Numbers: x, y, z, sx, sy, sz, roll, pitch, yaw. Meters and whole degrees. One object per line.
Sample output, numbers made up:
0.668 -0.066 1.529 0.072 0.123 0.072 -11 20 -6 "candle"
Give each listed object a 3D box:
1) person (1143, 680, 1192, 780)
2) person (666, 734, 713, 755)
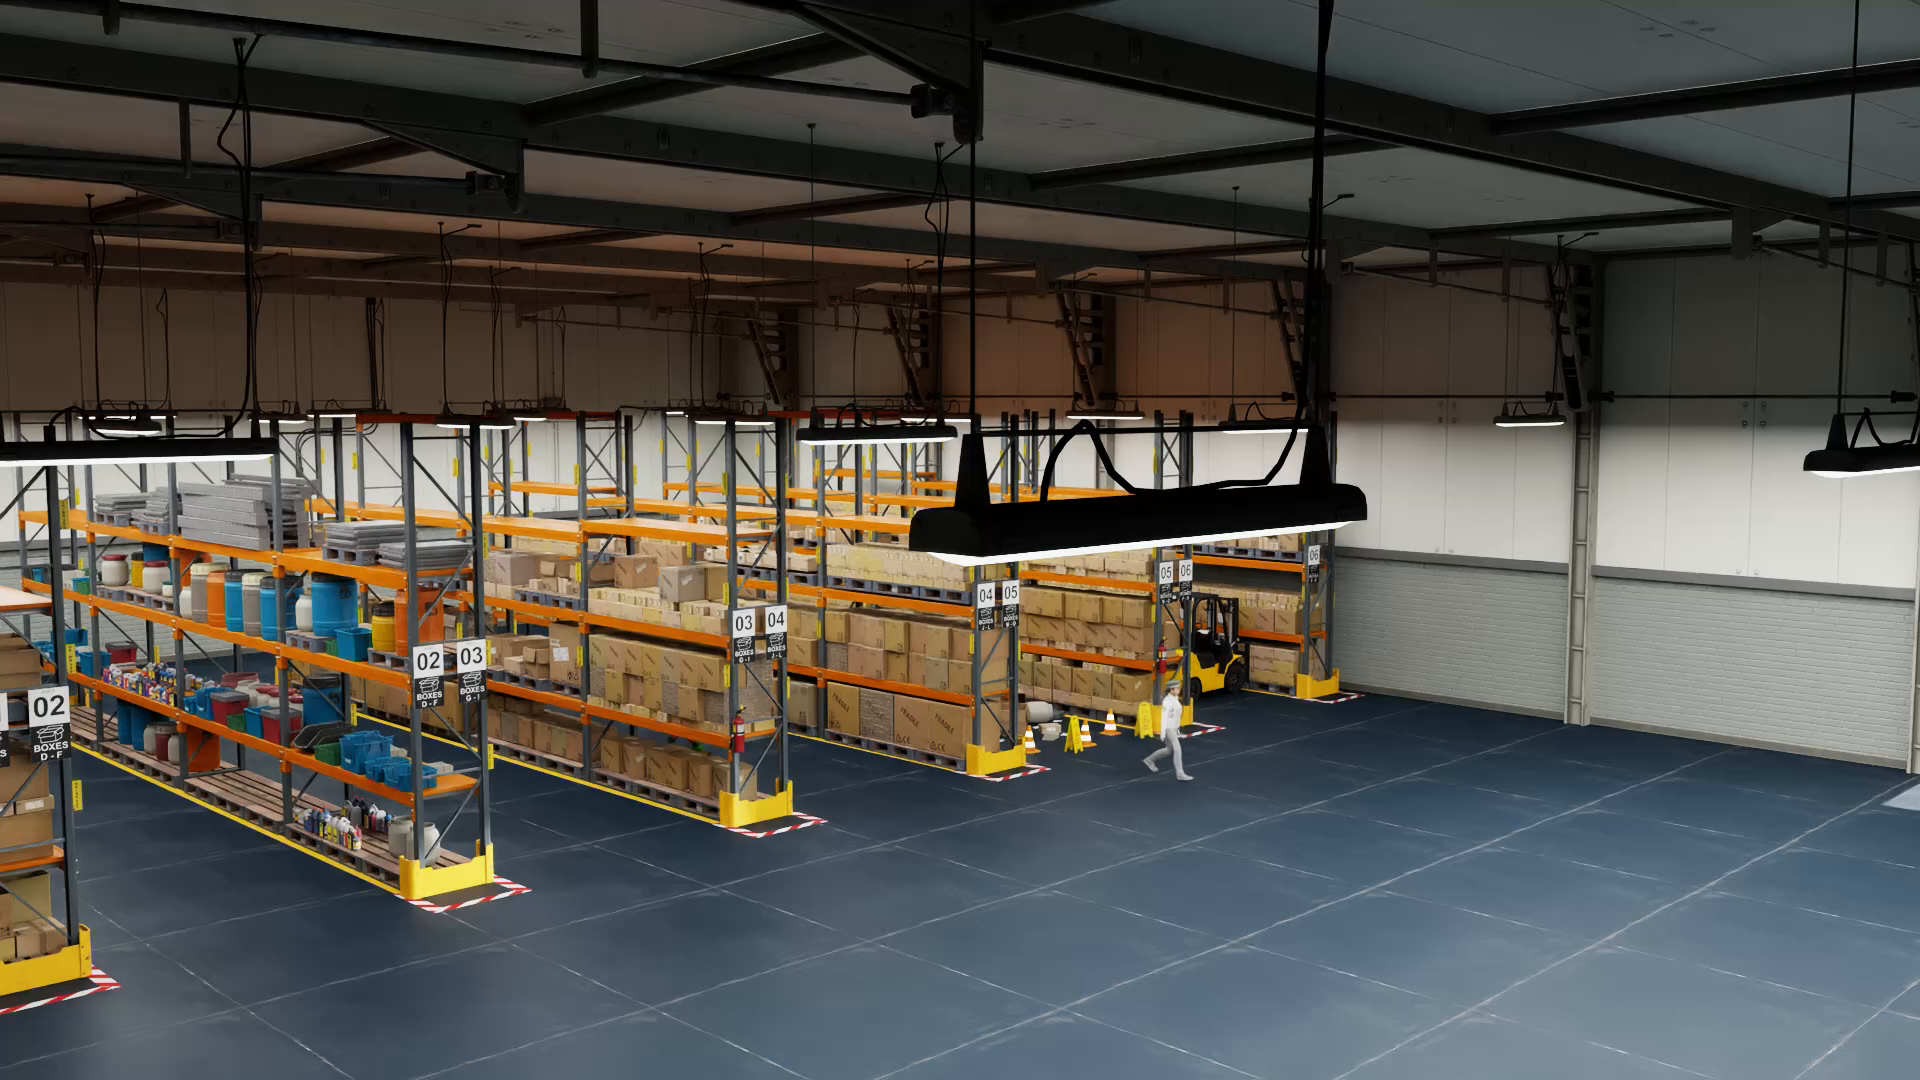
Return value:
3.460 3.120 27.554 0.928 1.628 0.516 2 6 26 "person"
-4.740 2.903 29.151 1.040 1.729 0.587 1 5 15 "person"
